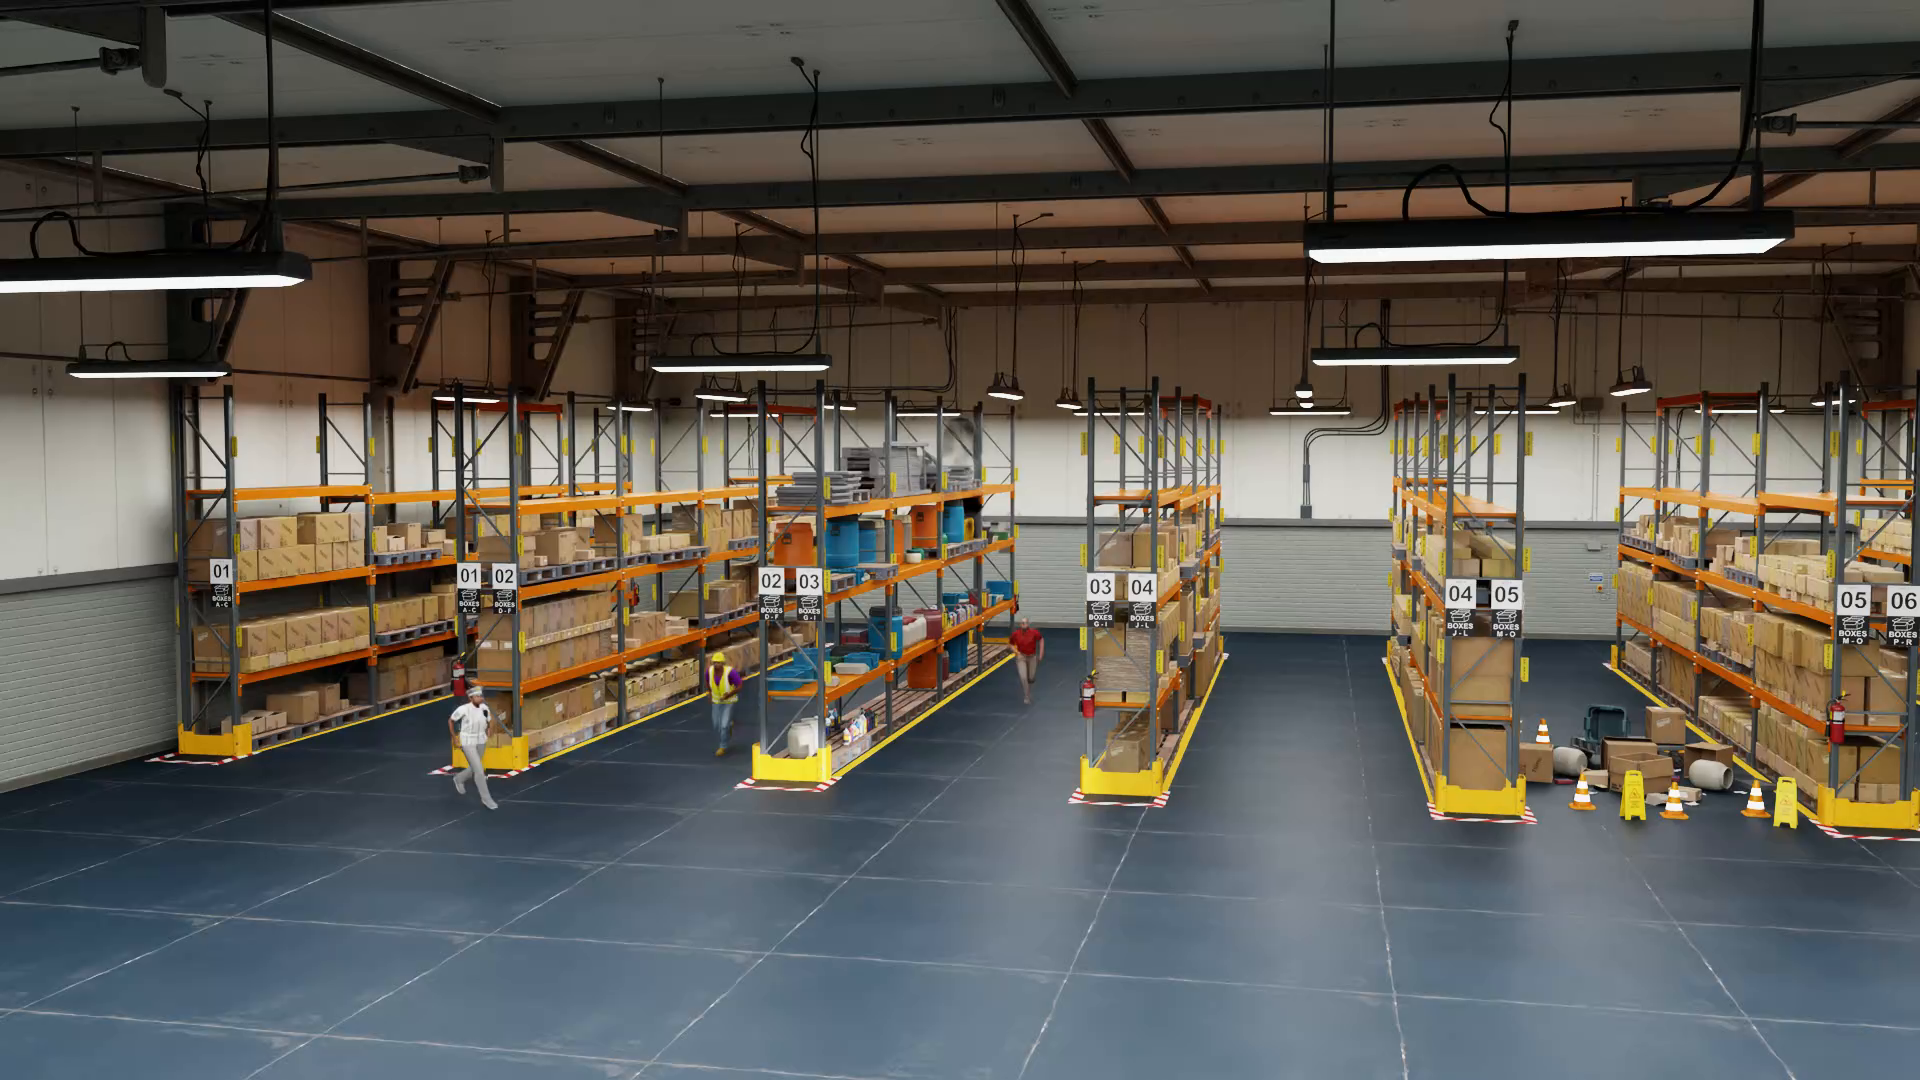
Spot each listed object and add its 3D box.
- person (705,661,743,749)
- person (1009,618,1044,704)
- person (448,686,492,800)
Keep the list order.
[{"bbox_3d":[-3.858,2.639,27.120,0.684,1.577,0.685,1,3,12],"label":"person"},{"bbox_3d":[1.304,2.359,32.678,0.698,1.691,0.695,0,3,0],"label":"person"},{"bbox_3d":[-6.846,2.809,23.276,0.801,1.588,0.600,3,4,40],"label":"person"}]
